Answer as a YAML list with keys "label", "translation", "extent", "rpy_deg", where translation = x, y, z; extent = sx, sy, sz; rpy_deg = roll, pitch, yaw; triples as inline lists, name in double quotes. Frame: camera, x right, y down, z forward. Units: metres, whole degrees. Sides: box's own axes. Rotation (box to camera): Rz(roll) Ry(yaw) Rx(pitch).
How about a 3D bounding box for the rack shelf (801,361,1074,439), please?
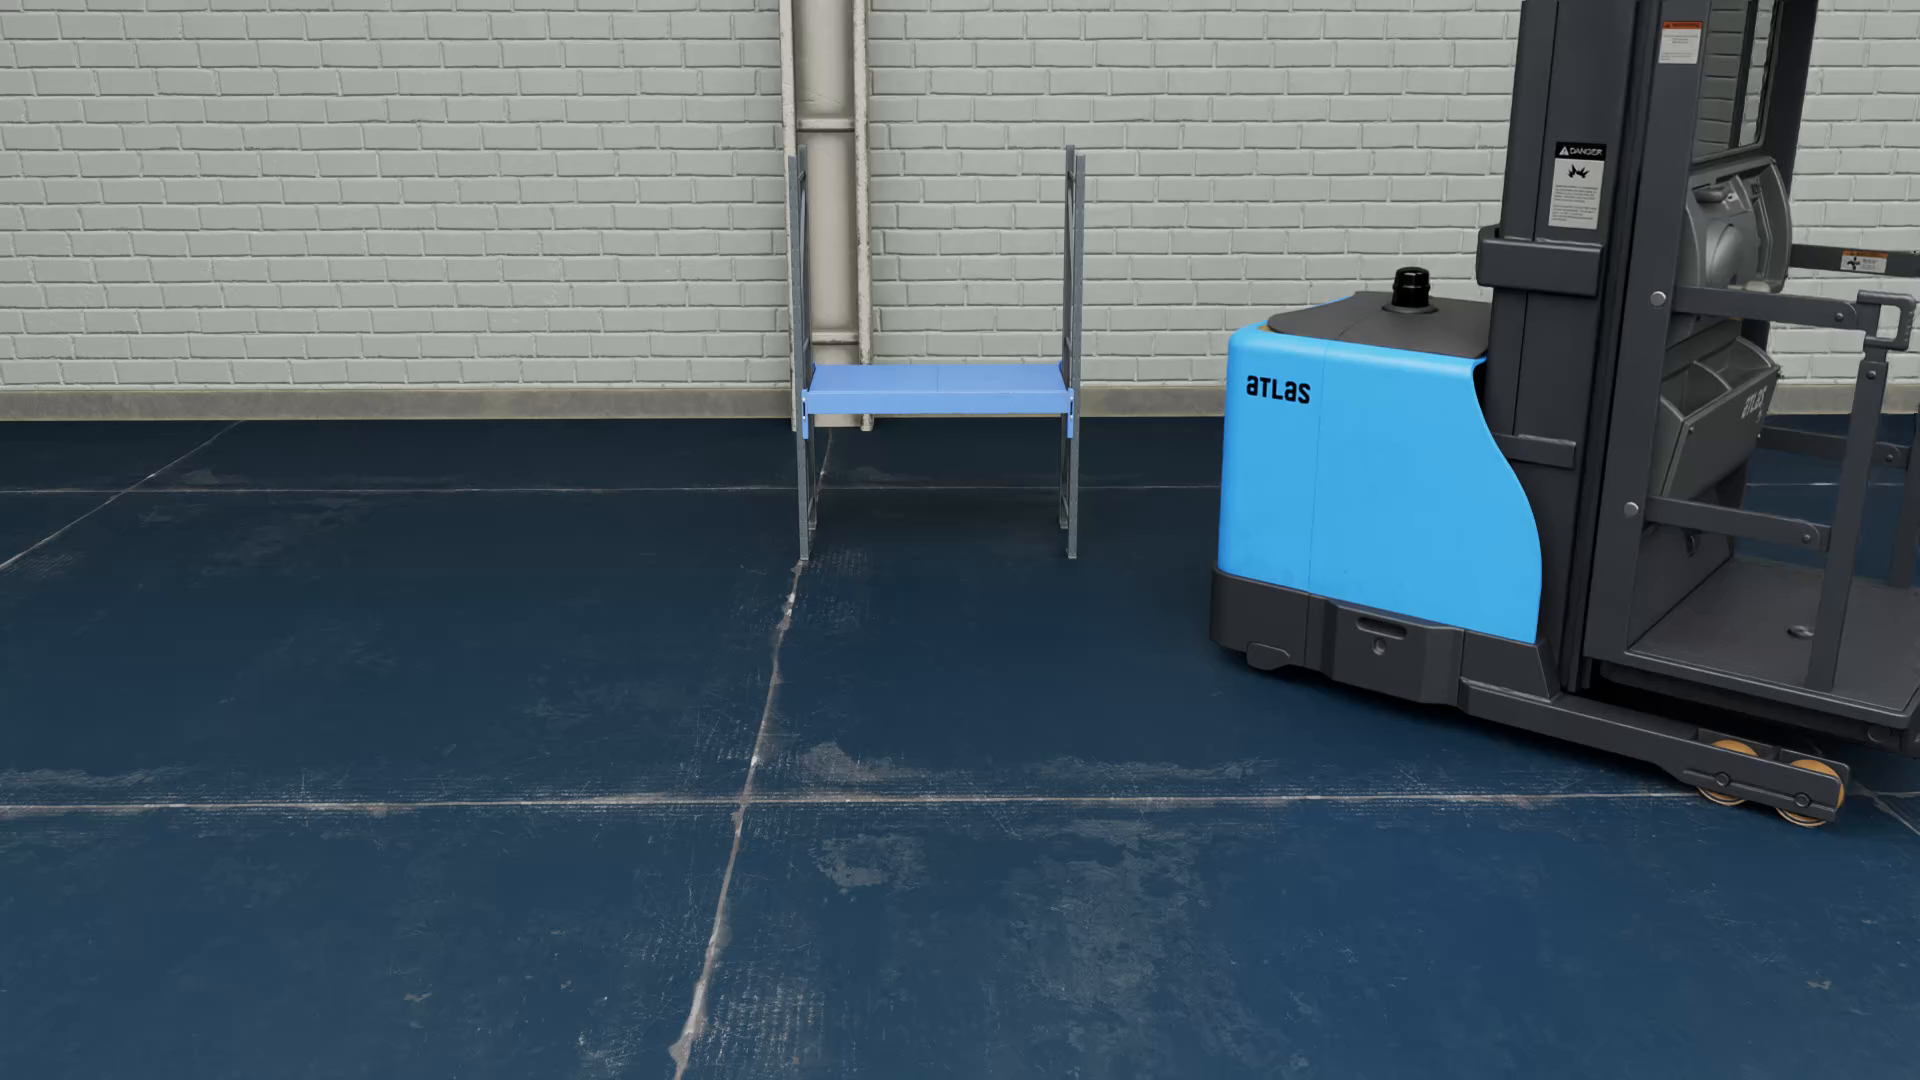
- label: "rack shelf"
  translation: [-0.085, -0.542, 6.372]
  extent: [1.000, 0.185, 0.538]
  rpy_deg: [0, 18, -1]

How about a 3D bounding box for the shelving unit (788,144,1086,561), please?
- label: "shelving unit"
  translation: [-0.085, -0.714, 6.317]
  extent: [1.048, 1.500, 0.538]
  rpy_deg: [0, 18, -1]

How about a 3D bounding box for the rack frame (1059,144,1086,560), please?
- label: "rack frame"
  translation: [0.423, -0.716, 6.325]
  extent: [0.032, 1.500, 0.500]
  rpy_deg: [0, 18, -1]

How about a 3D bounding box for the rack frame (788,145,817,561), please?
- label: "rack frame"
  translation: [-0.594, -0.711, 6.310]
  extent: [0.032, 1.500, 0.500]
  rpy_deg: [0, 18, -1]

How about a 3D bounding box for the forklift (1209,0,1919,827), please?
- label: "forklift"
  translation: [2.267, -0.845, 4.382]
  extent: [3.031, 2.935, 1.130]
  rpy_deg: [14, 22, 36]

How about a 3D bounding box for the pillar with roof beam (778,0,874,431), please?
- label: "pillar with roof beam"
  translation: [-0.568, -3.557, 2.904]
  extent: [0.400, 9.000, 9.100]
  rpy_deg: [0, 18, -1]
